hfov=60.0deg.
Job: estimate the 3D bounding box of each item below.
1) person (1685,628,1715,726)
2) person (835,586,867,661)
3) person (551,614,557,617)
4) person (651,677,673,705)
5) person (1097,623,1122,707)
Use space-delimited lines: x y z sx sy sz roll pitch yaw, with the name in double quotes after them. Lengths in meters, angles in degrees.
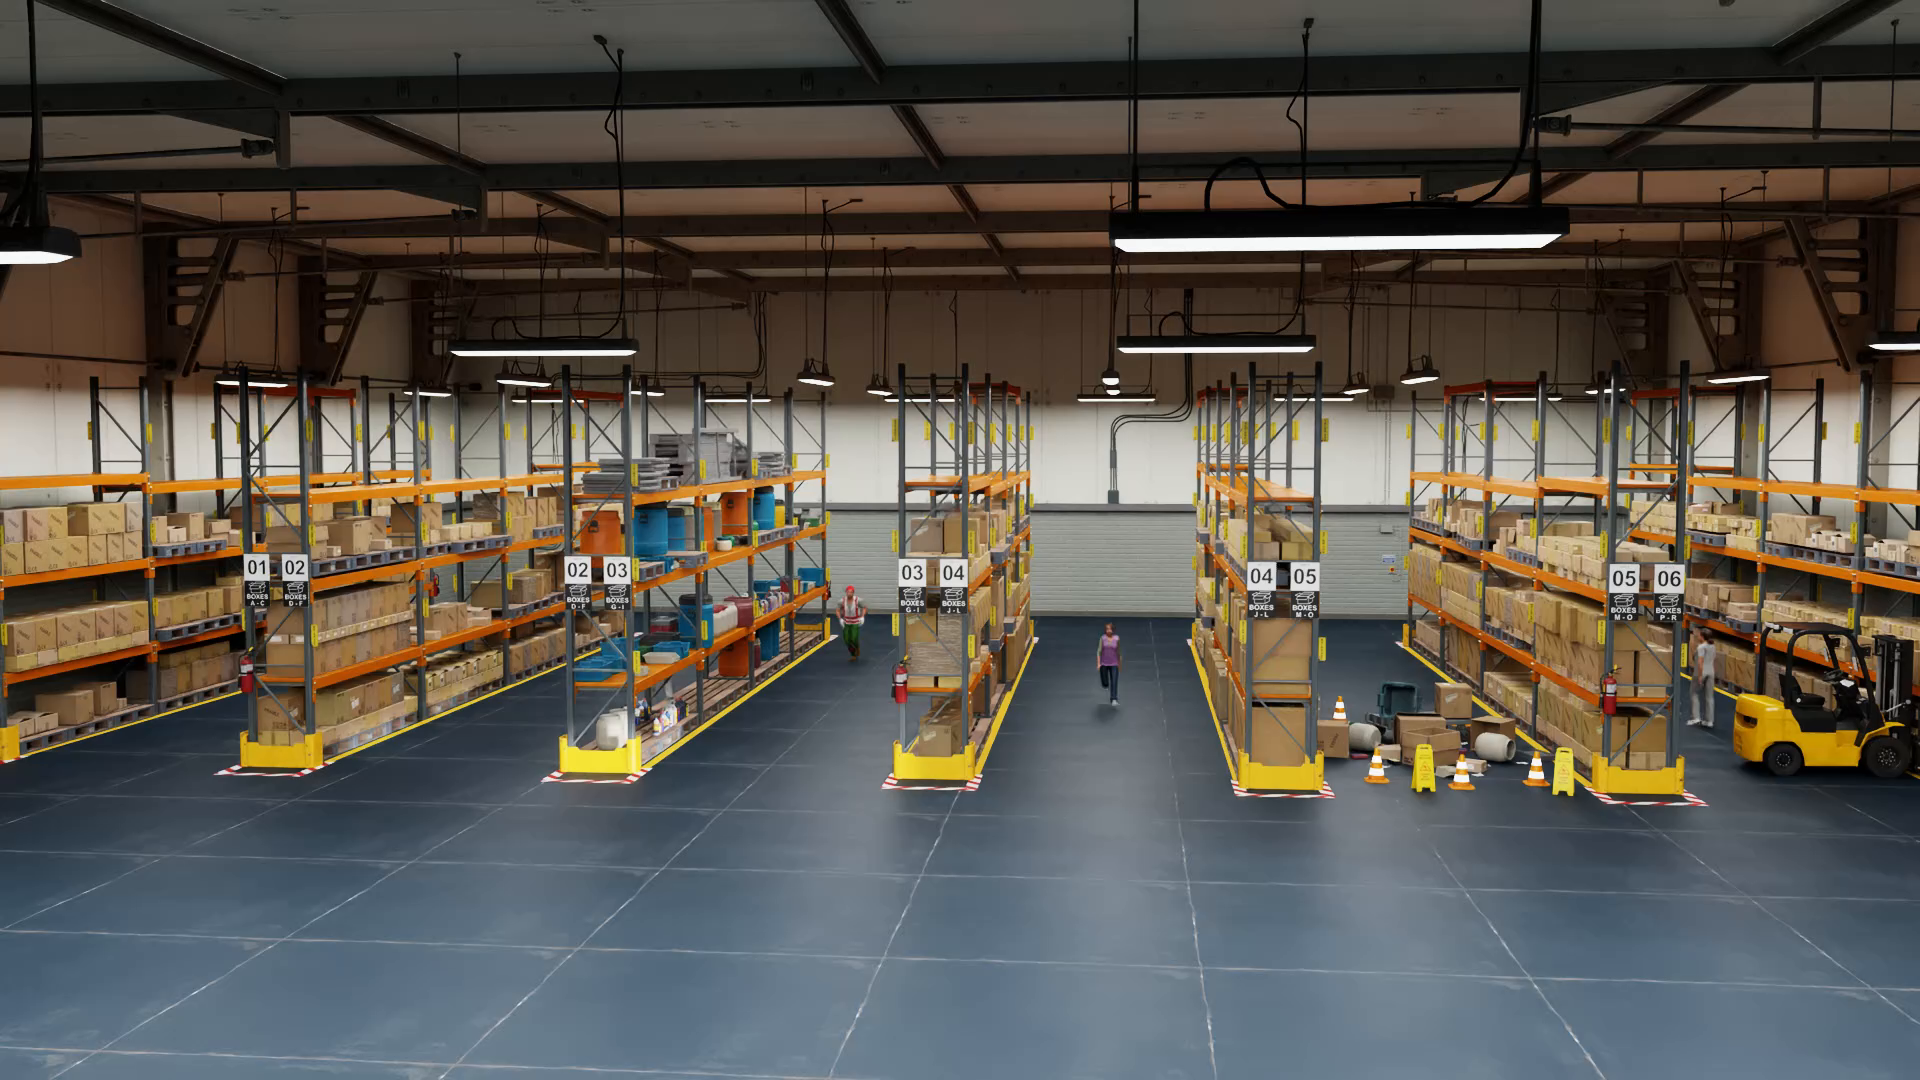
12.746 2.373 28.427 0.444 1.714 0.595 0 4 -2 "person"
-2.385 1.825 36.464 0.666 1.688 0.623 1 4 12 "person"
-10.681 1.282 44.703 1.106 1.718 0.524 1 4 19 "person"
-5.393 2.196 29.994 0.538 1.624 0.845 -2 4 -22 "person"
2.710 2.306 30.250 0.448 1.389 1.014 1 4 10 "person"
